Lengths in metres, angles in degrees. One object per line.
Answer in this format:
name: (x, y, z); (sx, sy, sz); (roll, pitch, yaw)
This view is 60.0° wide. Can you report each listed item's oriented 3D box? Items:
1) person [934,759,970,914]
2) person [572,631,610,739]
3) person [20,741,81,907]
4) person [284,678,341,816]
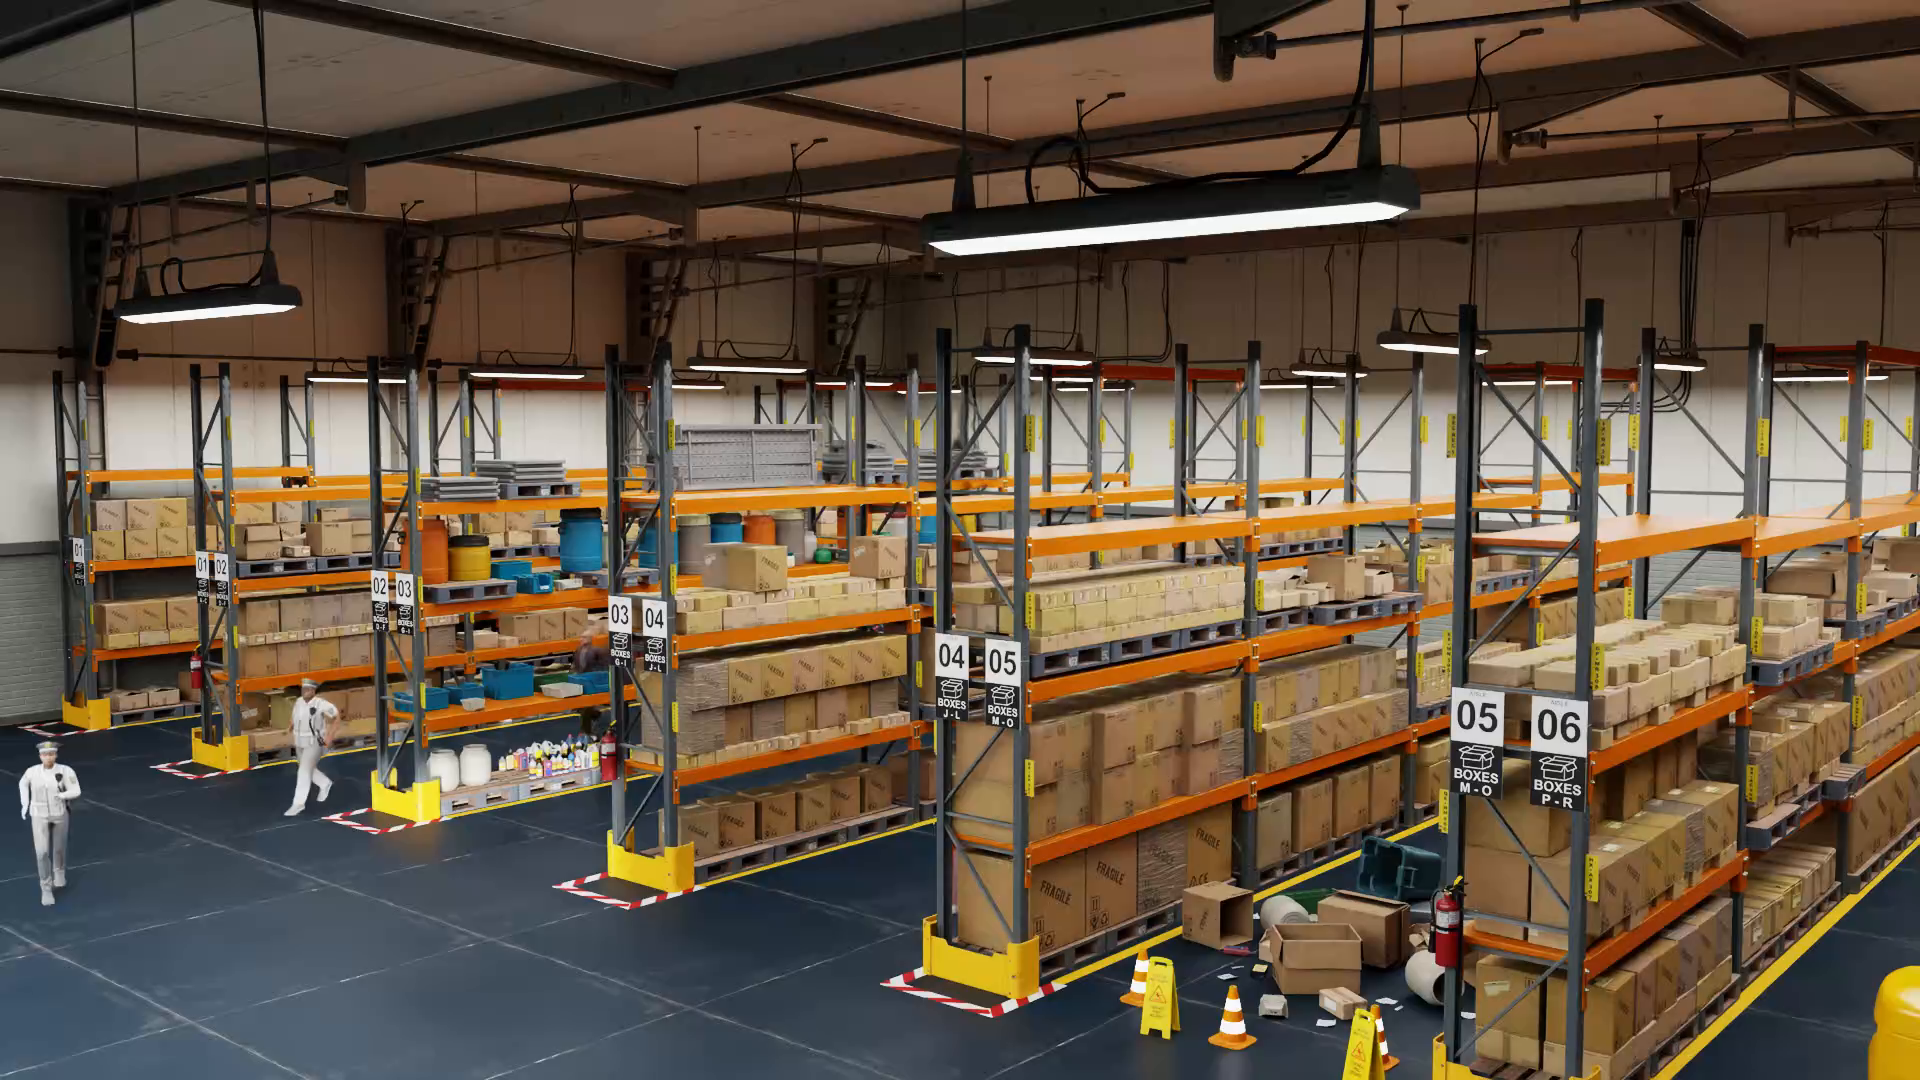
person: (0.028, 3.099, 17.555); (0.581, 1.607, 0.575); (2, 5, 29)
person: (-5.999, 2.346, 27.024); (0.738, 1.765, 0.770); (2, 5, 29)
person: (-9.830, 3.016, 17.989); (0.580, 1.733, 0.850); (-2, 5, -28)
person: (-8.597, 2.689, 22.058); (0.704, 1.762, 0.957); (2, 4, 23)
